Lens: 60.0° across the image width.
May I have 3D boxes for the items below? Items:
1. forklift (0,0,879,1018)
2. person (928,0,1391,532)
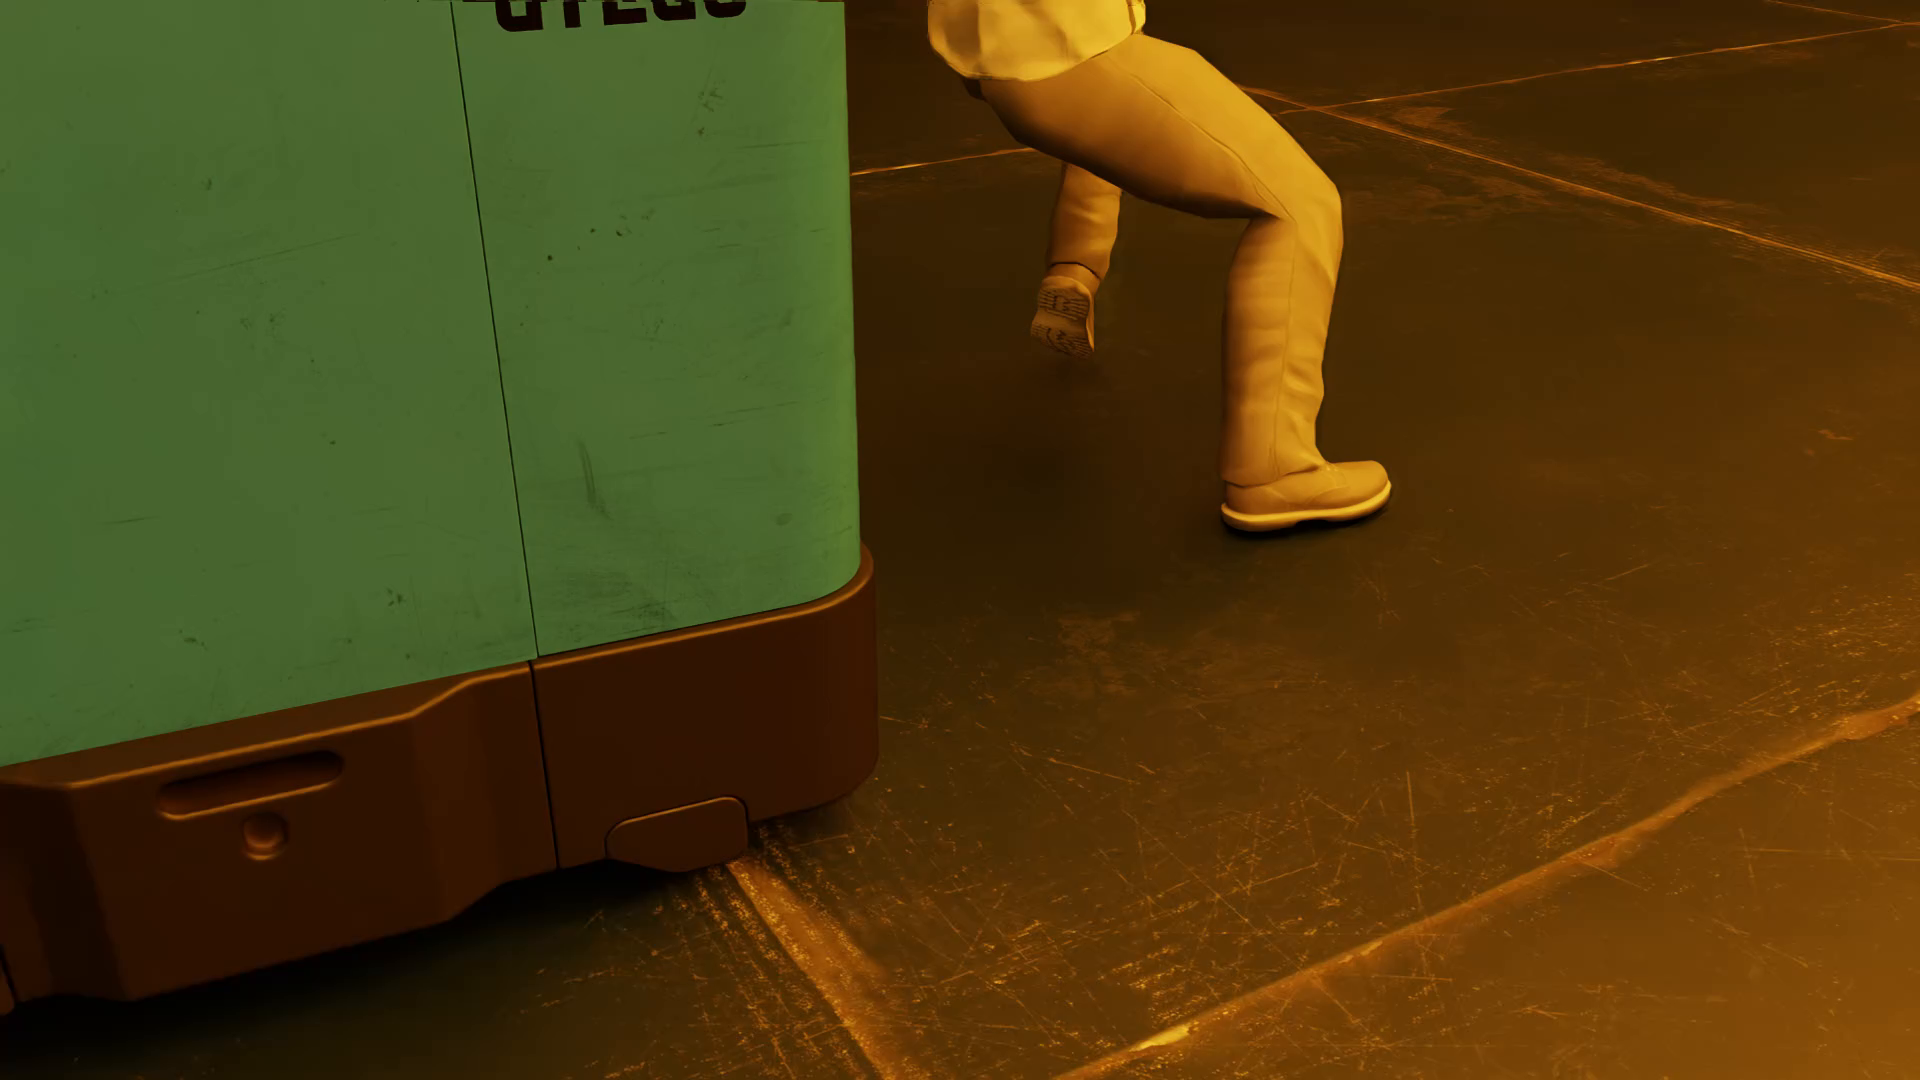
[{"bbox_3d":[-1.656,-0.923,1.081,3.031,2.935,1.130,-11,29,-21],"label":"forklift"},{"bbox_3d":[0.344,-0.833,2.569,0.749,1.415,0.914,-9,28,-18],"label":"person"}]
